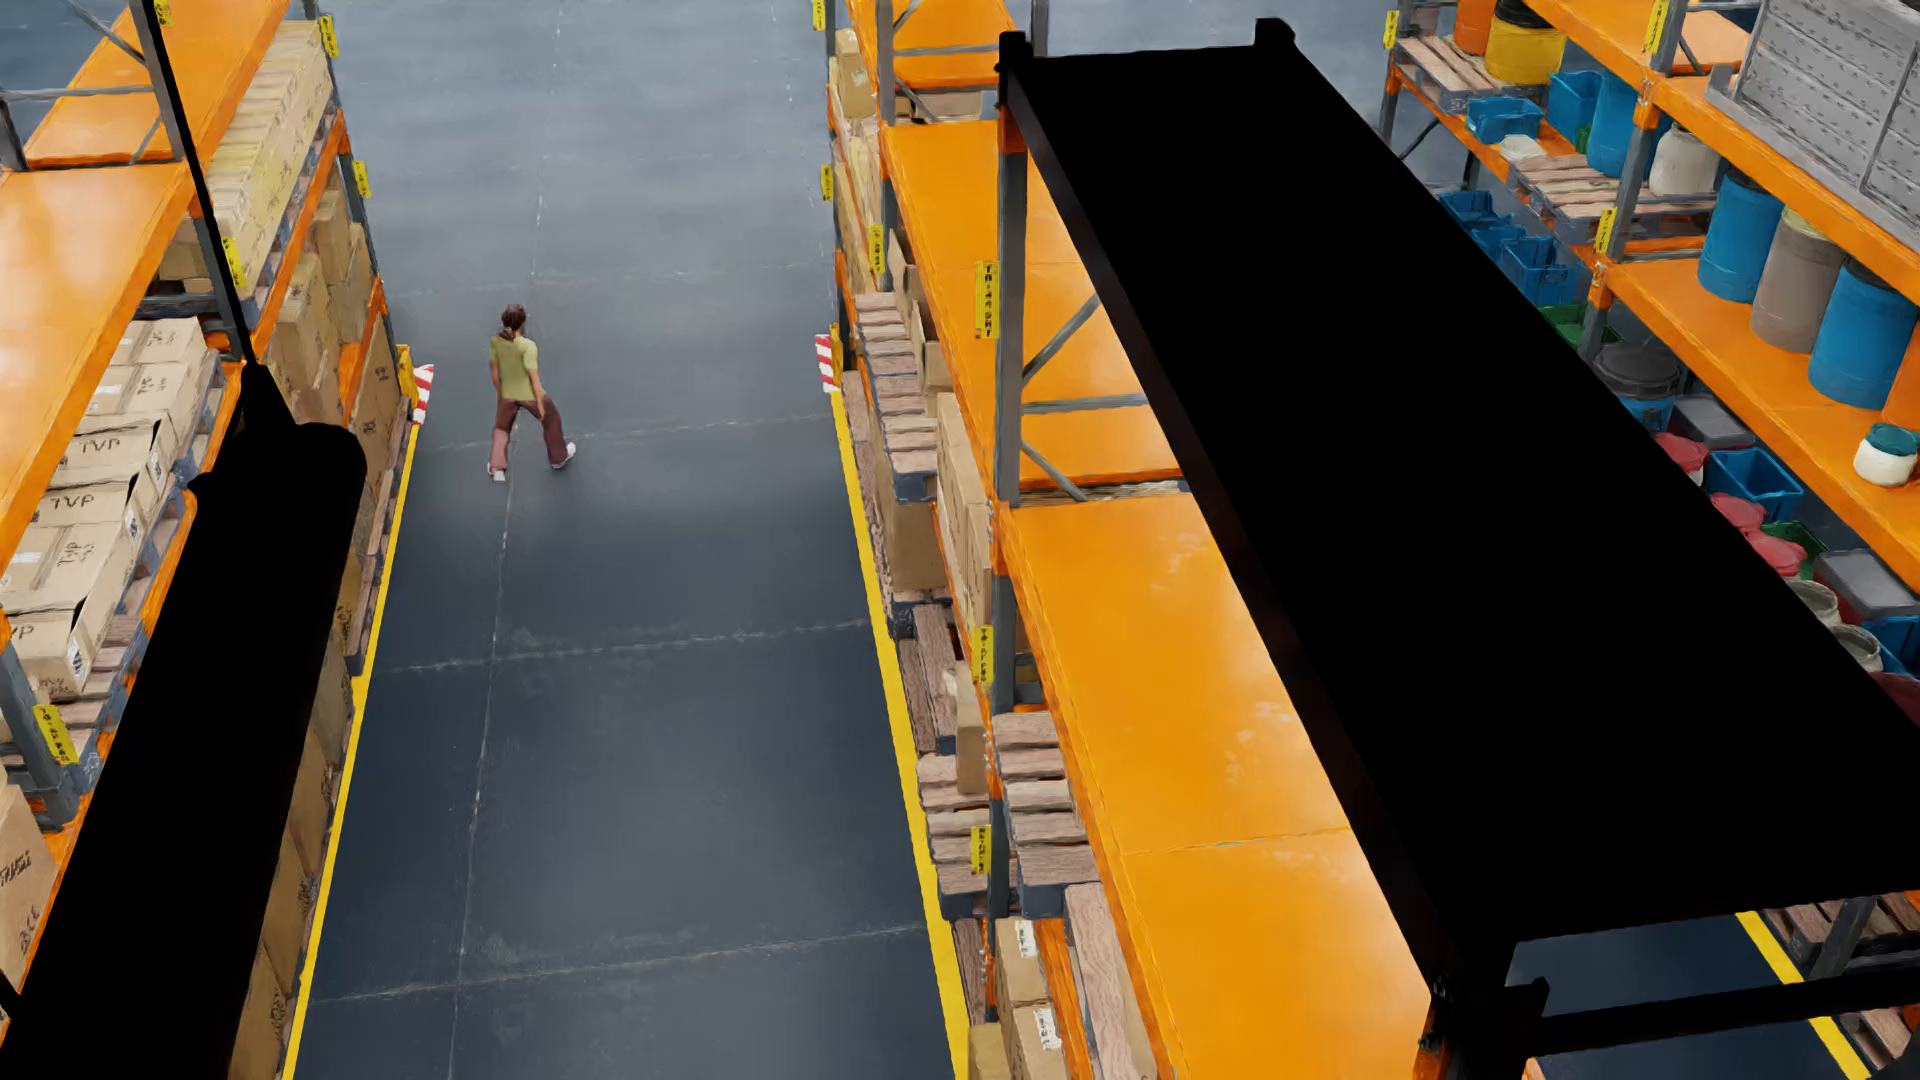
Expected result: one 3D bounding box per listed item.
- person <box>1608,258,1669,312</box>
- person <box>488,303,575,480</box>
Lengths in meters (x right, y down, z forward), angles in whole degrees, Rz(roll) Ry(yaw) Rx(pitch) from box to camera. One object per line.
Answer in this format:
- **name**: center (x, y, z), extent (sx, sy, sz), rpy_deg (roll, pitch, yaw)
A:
- **person**: center (6.511, -2.767, 15.768), extent (0.609, 1.742, 0.967), rpy_deg (-20, 41, -25)
- **person**: center (-3.631, -1.180, 13.668), extent (0.519, 1.626, 0.936), rpy_deg (7, 37, 9)
